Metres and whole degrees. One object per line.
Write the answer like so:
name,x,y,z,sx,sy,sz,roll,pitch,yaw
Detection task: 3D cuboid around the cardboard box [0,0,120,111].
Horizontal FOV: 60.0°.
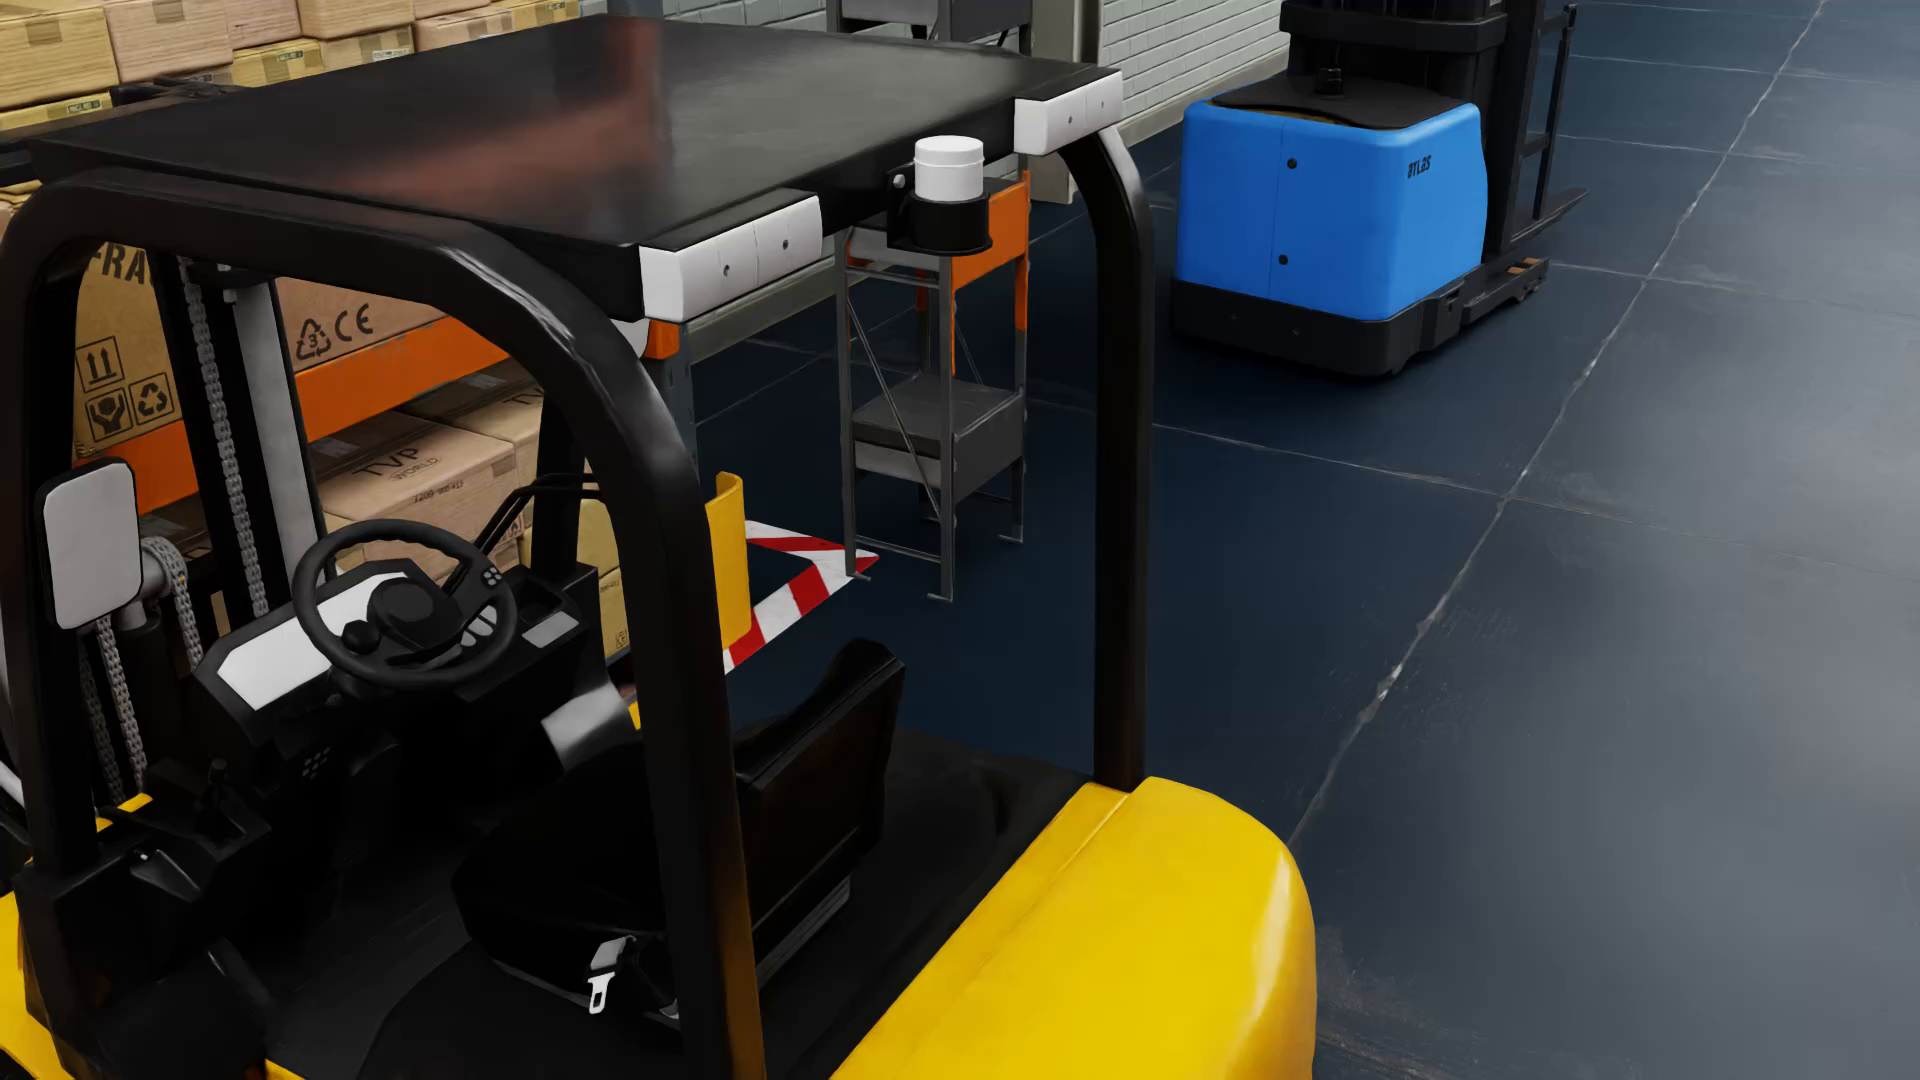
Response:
cardboard box,-1.767,-0.893,3.015,0.380,0.149,0.250,15,30,27

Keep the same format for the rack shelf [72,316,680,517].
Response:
rack shelf,-2.217,-0.030,3.263,1.077,0.370,4.000,14,30,26

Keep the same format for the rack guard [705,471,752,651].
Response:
rack guard,-1.222,-0.023,5.237,1.175,0.500,0.348,14,30,26

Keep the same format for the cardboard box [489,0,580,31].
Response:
cardboard box,-1.160,-1.269,4.098,0.380,0.149,0.250,15,30,27

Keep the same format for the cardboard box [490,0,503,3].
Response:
cardboard box,-1.226,-1.413,4.053,0.380,0.149,0.250,14,30,26

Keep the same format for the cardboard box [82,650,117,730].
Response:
cardboard box,-1.930,0.307,3.272,0.500,0.250,0.500,14,30,25

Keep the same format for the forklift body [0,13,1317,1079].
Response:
forklift body,-0.578,0.389,2.570,2.313,2.155,1.214,14,30,26

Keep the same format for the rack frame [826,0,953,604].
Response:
rack frame,-0.201,-0.779,4.961,0.400,2.100,0.015,14,30,26

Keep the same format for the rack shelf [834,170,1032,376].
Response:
rack shelf,-0.081,-0.862,5.157,0.431,0.518,0.480,14,30,26

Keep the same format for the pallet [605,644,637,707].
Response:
pallet,-1.573,0.423,4.669,1.003,0.211,1.213,14,30,26

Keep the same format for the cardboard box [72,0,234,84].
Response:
cardboard box,-1.644,-0.995,3.219,0.380,0.149,0.250,15,30,27

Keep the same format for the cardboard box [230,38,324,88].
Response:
cardboard box,-1.573,-0.981,3.523,0.380,0.149,0.250,14,30,26

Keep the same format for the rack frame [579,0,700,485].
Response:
rack frame,-1.233,-1.131,4.659,1.000,3.000,0.127,14,30,26

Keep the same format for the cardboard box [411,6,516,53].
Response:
cardboard box,-1.260,-1.163,3.886,0.380,0.149,0.250,15,30,27

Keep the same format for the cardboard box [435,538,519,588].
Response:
cardboard box,-1.457,0.139,4.166,0.500,0.250,0.500,14,30,26

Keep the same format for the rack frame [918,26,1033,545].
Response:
rack frame,0.039,-0.970,5.341,0.400,2.100,0.015,14,30,26

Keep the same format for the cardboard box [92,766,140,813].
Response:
cardboard box,-1.942,0.539,3.367,0.500,0.250,0.500,14,30,26

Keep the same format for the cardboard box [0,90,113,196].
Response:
cardboard box,-1.770,-0.764,3.089,0.380,0.149,0.250,14,30,26

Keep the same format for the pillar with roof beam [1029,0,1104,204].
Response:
pillar with roof beam,4.339,-5.131,5.948,9.100,9.000,0.400,14,30,26

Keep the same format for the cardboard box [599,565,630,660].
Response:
cardboard box,-1.189,0.163,4.675,0.500,0.250,0.500,14,30,26

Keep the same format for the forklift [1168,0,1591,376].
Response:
forklift,2.245,-2.588,7.645,1.130,2.935,3.031,19,32,34

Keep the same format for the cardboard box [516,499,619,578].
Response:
cardboard box,-1.201,-0.054,4.552,0.500,0.250,0.500,14,30,25

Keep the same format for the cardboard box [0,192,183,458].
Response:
cardboard box,-1.762,-0.526,3.339,0.500,0.500,0.500,14,30,25

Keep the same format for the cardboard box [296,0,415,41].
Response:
cardboard box,-1.426,-1.202,3.632,0.380,0.149,0.250,15,30,27

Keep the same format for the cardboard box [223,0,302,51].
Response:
cardboard box,-1.613,-1.121,3.471,0.380,0.149,0.250,14,30,26

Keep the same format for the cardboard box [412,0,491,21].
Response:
cardboard box,-1.320,-1.310,3.847,0.380,0.149,0.250,14,30,26

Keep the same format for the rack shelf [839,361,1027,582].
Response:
rack shelf,-0.081,-0.236,5.471,0.431,0.518,0.480,14,30,26

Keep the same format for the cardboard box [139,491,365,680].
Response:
cardboard box,-1.674,0.111,3.663,0.500,0.250,0.500,15,30,27

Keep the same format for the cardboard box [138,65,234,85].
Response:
cardboard box,-1.663,-0.867,3.294,0.380,0.149,0.250,13,29,24

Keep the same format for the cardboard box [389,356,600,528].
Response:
cardboard box,-1.188,-0.288,4.461,0.500,0.250,0.500,15,30,28

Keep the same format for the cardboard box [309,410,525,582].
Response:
cardboard box,-1.434,-0.088,4.061,0.500,0.250,0.500,15,30,27

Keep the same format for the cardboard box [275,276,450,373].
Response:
cardboard box,-1.510,-0.726,3.738,0.500,0.500,0.500,15,30,28

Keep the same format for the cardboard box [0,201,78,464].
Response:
cardboard box,-2.000,-0.328,2.943,0.500,0.500,0.500,14,30,26

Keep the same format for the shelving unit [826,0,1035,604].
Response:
shelving unit,-0.081,-0.875,5.151,0.431,2.100,0.503,14,30,26

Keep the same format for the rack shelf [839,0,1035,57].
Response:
rack shelf,-0.081,-1.488,4.844,0.431,0.518,0.480,14,30,26

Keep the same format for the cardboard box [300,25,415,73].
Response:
cardboard box,-1.441,-1.075,3.711,0.380,0.149,0.250,15,30,27
